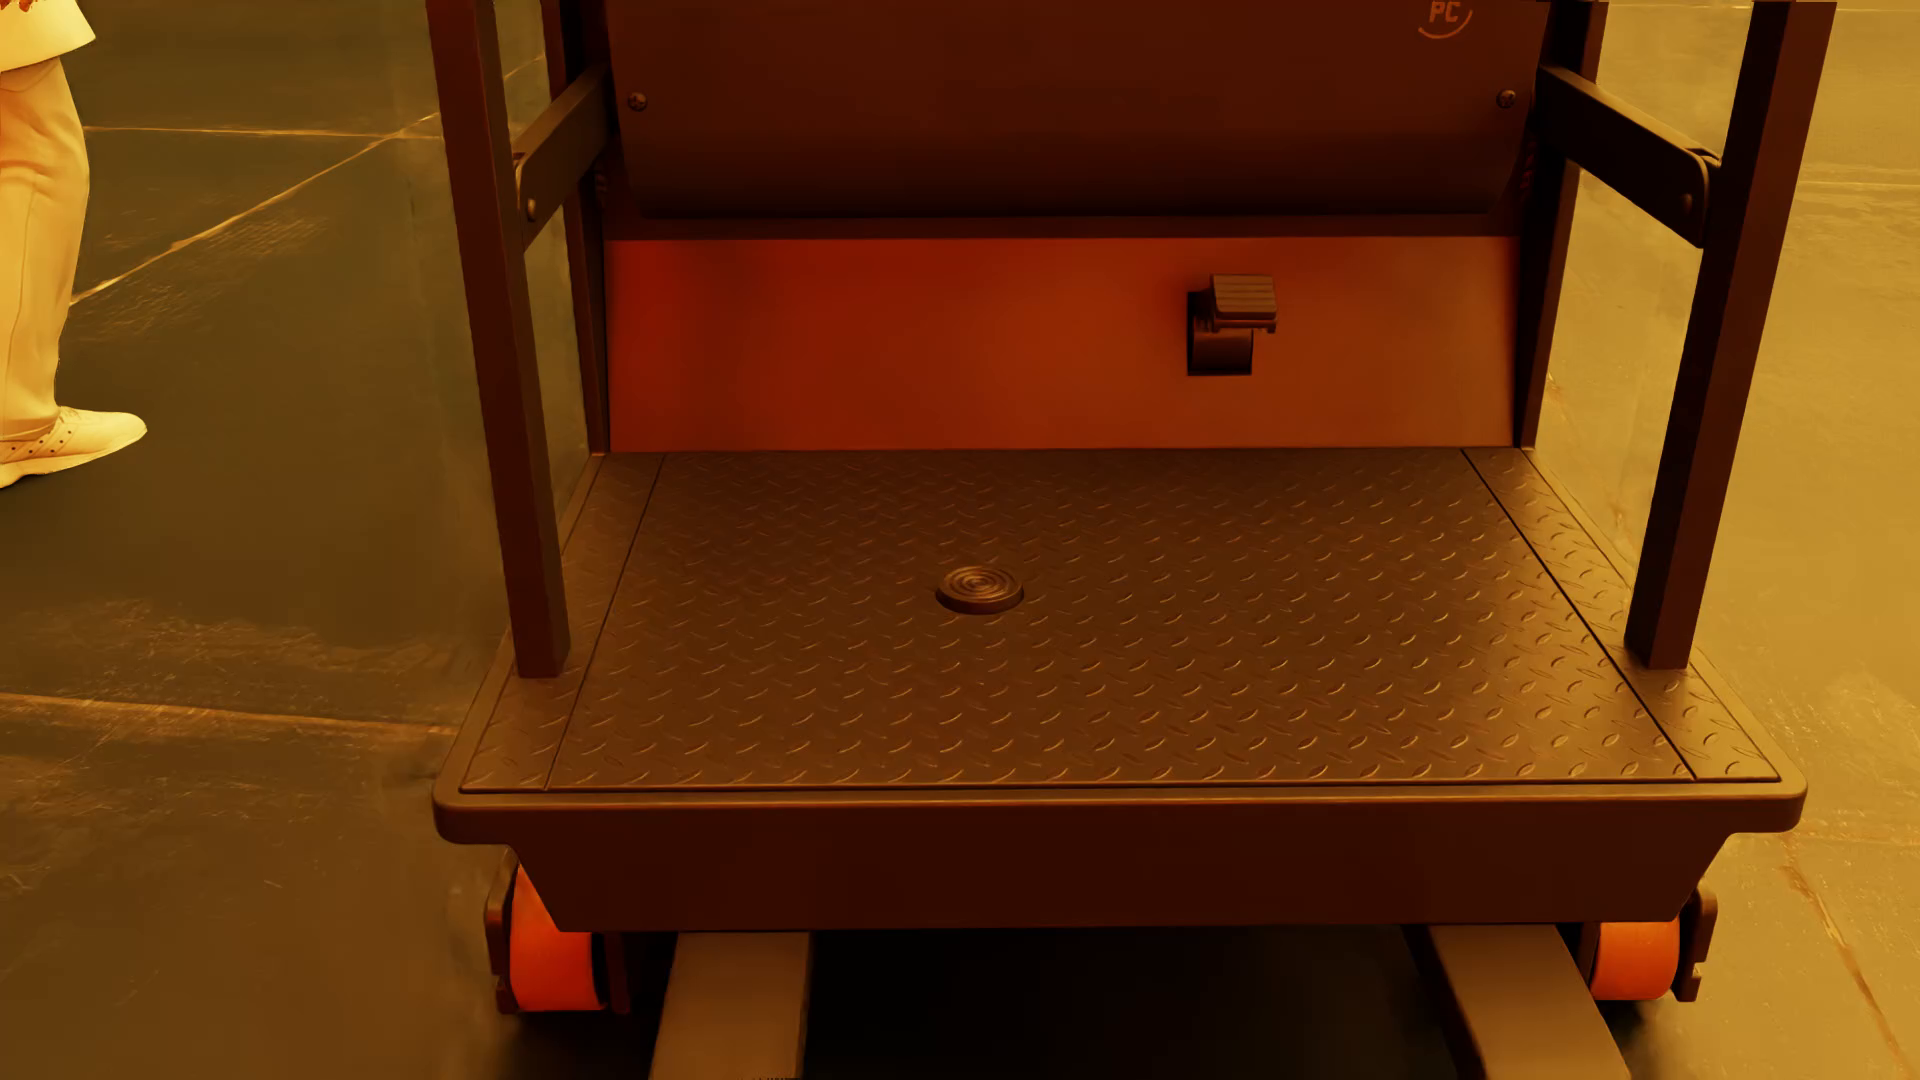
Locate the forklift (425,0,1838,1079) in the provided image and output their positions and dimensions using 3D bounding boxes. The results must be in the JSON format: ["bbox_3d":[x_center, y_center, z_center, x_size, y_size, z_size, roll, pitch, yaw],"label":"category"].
[{"bbox_3d":[0.122,-1.001,1.224,1.130,2.935,3.031,0,27,-1],"label":"forklift"}]

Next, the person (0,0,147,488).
[{"bbox_3d":[-1.637,-0.941,2.472,0.911,1.750,0.482,12,29,23],"label":"person"}]
